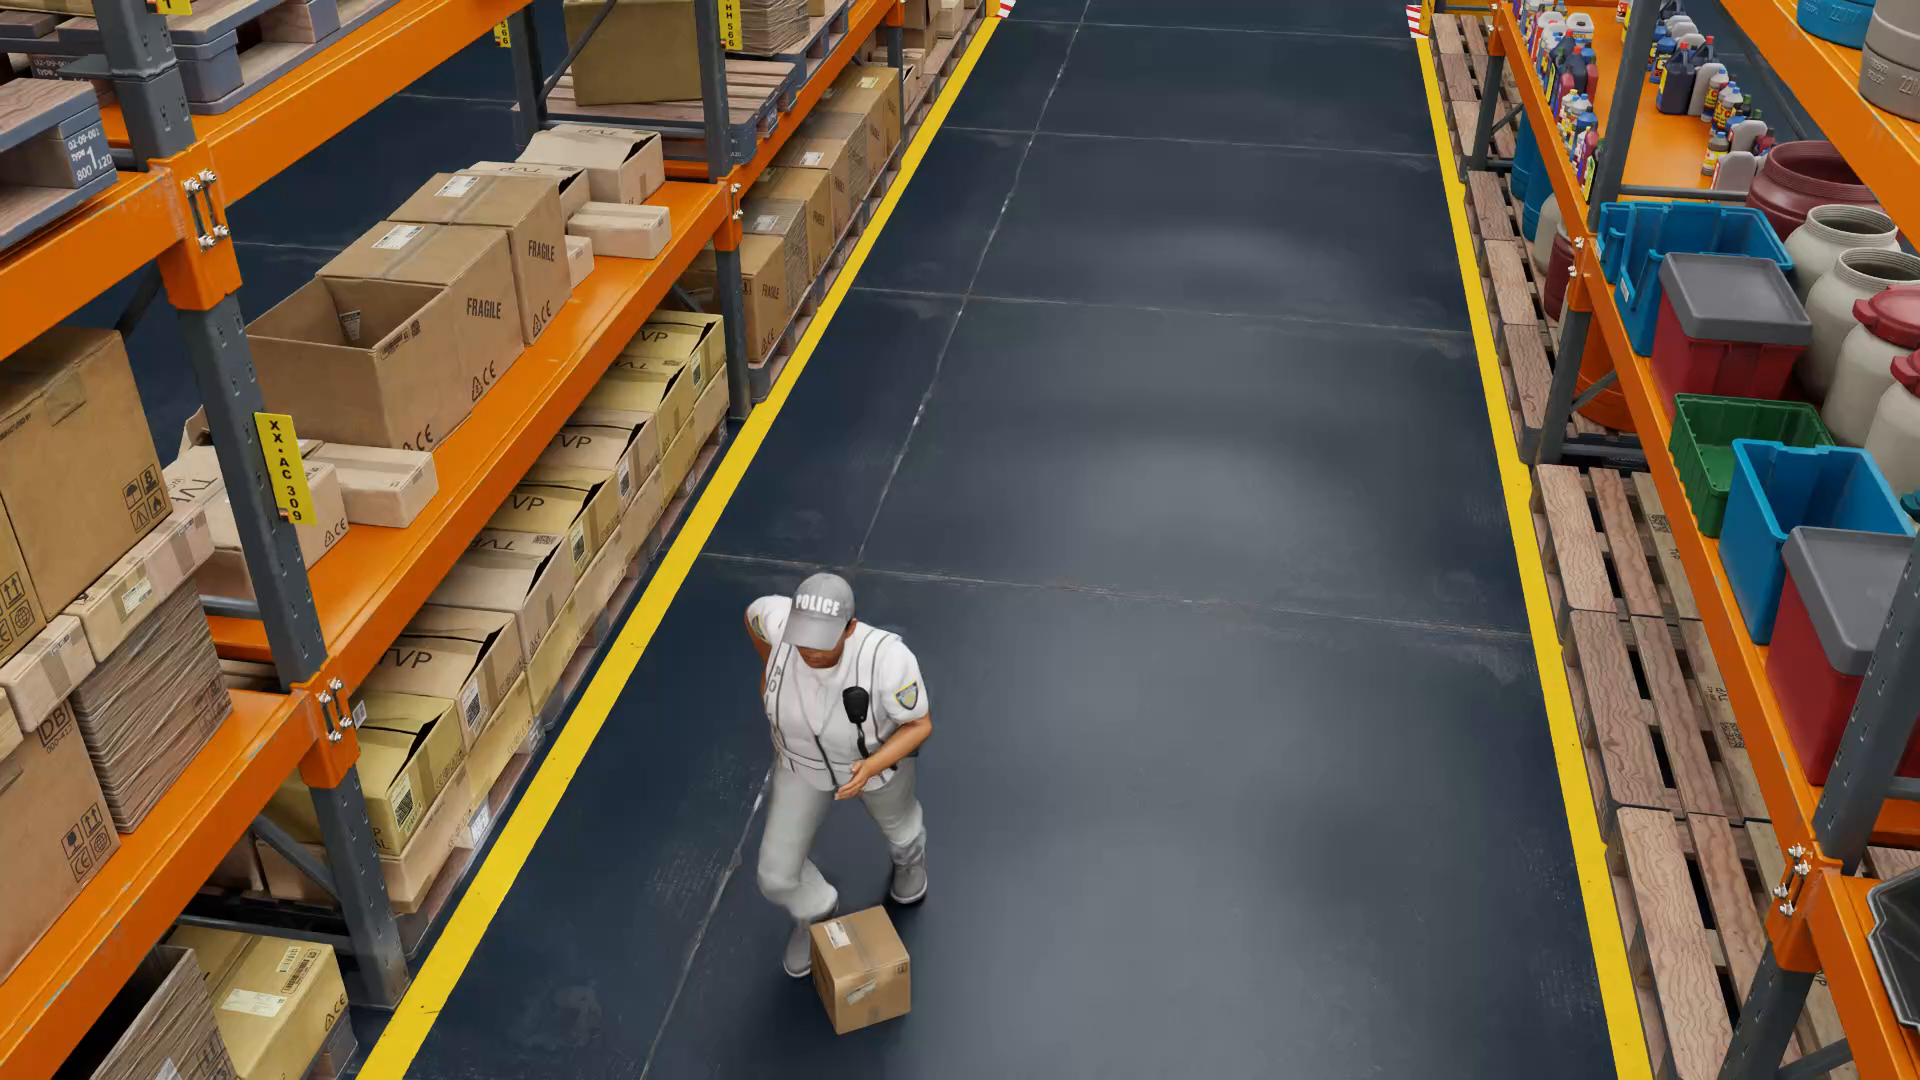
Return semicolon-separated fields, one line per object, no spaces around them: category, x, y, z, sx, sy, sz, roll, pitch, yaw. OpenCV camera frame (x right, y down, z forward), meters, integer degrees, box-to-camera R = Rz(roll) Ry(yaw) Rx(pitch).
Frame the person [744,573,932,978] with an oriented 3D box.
person;-0.371;0.672;5.133;0.601;1.568;0.901;3;33;4
